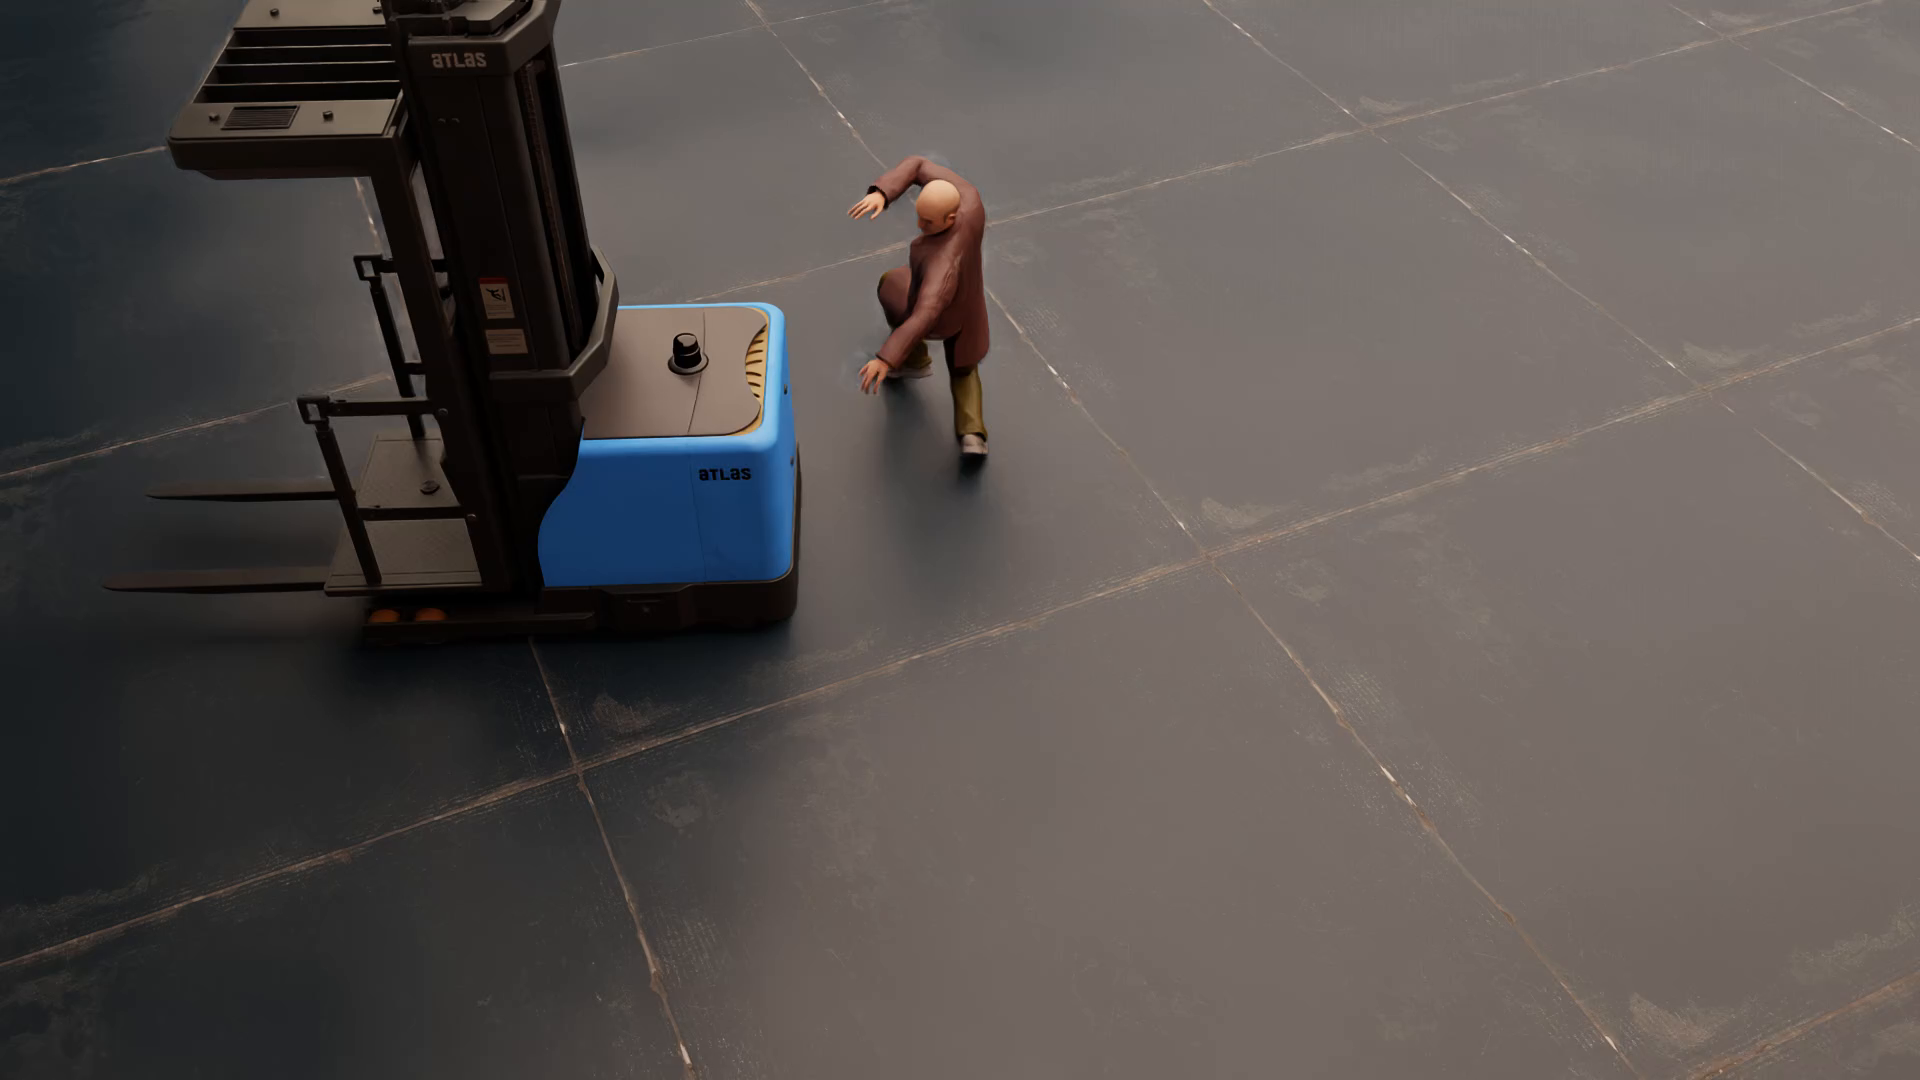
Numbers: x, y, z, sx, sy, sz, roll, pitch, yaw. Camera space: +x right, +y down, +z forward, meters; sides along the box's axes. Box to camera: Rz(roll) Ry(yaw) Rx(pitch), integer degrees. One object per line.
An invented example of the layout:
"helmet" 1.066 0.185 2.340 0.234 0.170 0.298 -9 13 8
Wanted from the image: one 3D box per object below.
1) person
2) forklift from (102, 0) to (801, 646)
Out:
"person" -0.270 -1.042 7.944 0.957 1.381 1.055 -26 49 -25
"forklift" -2.261 -0.977 6.727 3.031 2.935 1.130 -2 43 -2
